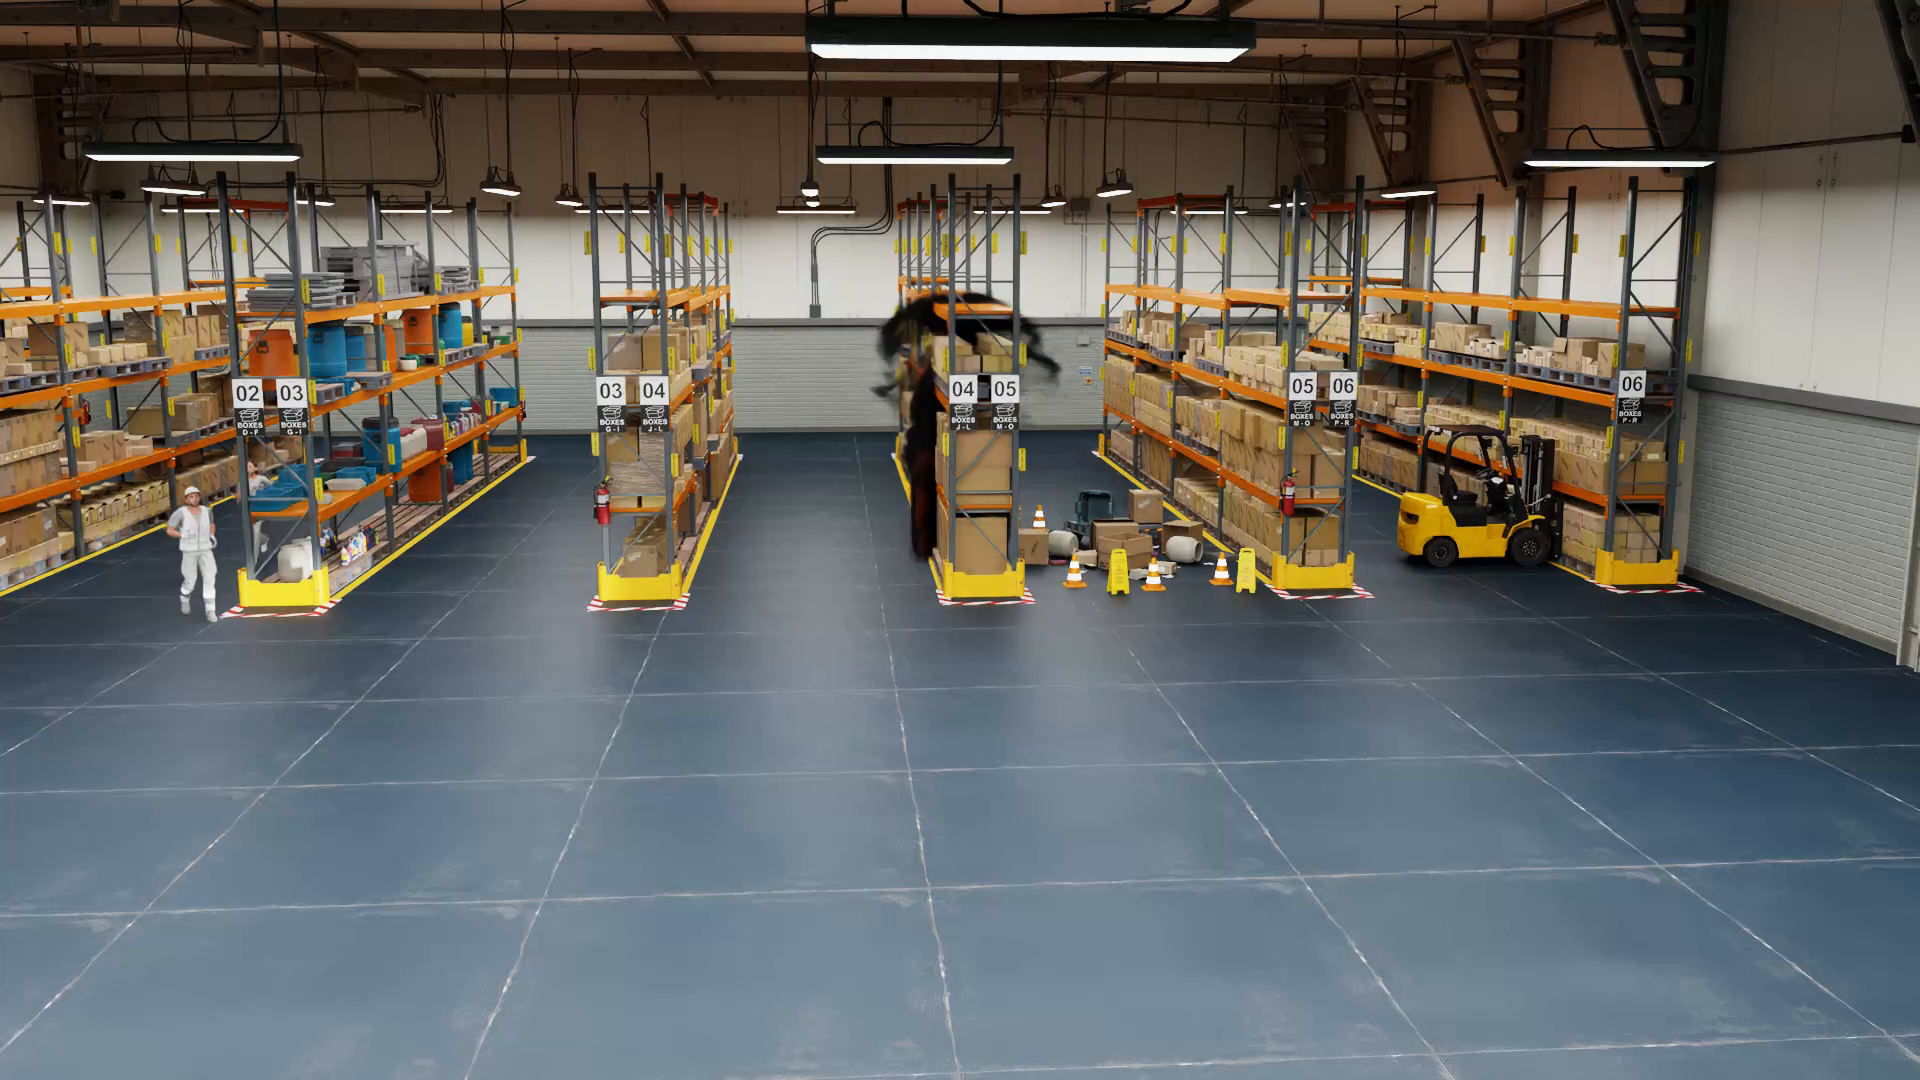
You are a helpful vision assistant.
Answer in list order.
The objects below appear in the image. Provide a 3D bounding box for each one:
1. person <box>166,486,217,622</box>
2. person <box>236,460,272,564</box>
[{"bbox_3d":[-10.351,0.175,22.504,0.662,1.808,0.882,-8,13,-39],"label":"person"},{"bbox_3d":[-11.242,-0.455,26.528,0.568,1.672,0.916,0,10,-1],"label":"person"}]
